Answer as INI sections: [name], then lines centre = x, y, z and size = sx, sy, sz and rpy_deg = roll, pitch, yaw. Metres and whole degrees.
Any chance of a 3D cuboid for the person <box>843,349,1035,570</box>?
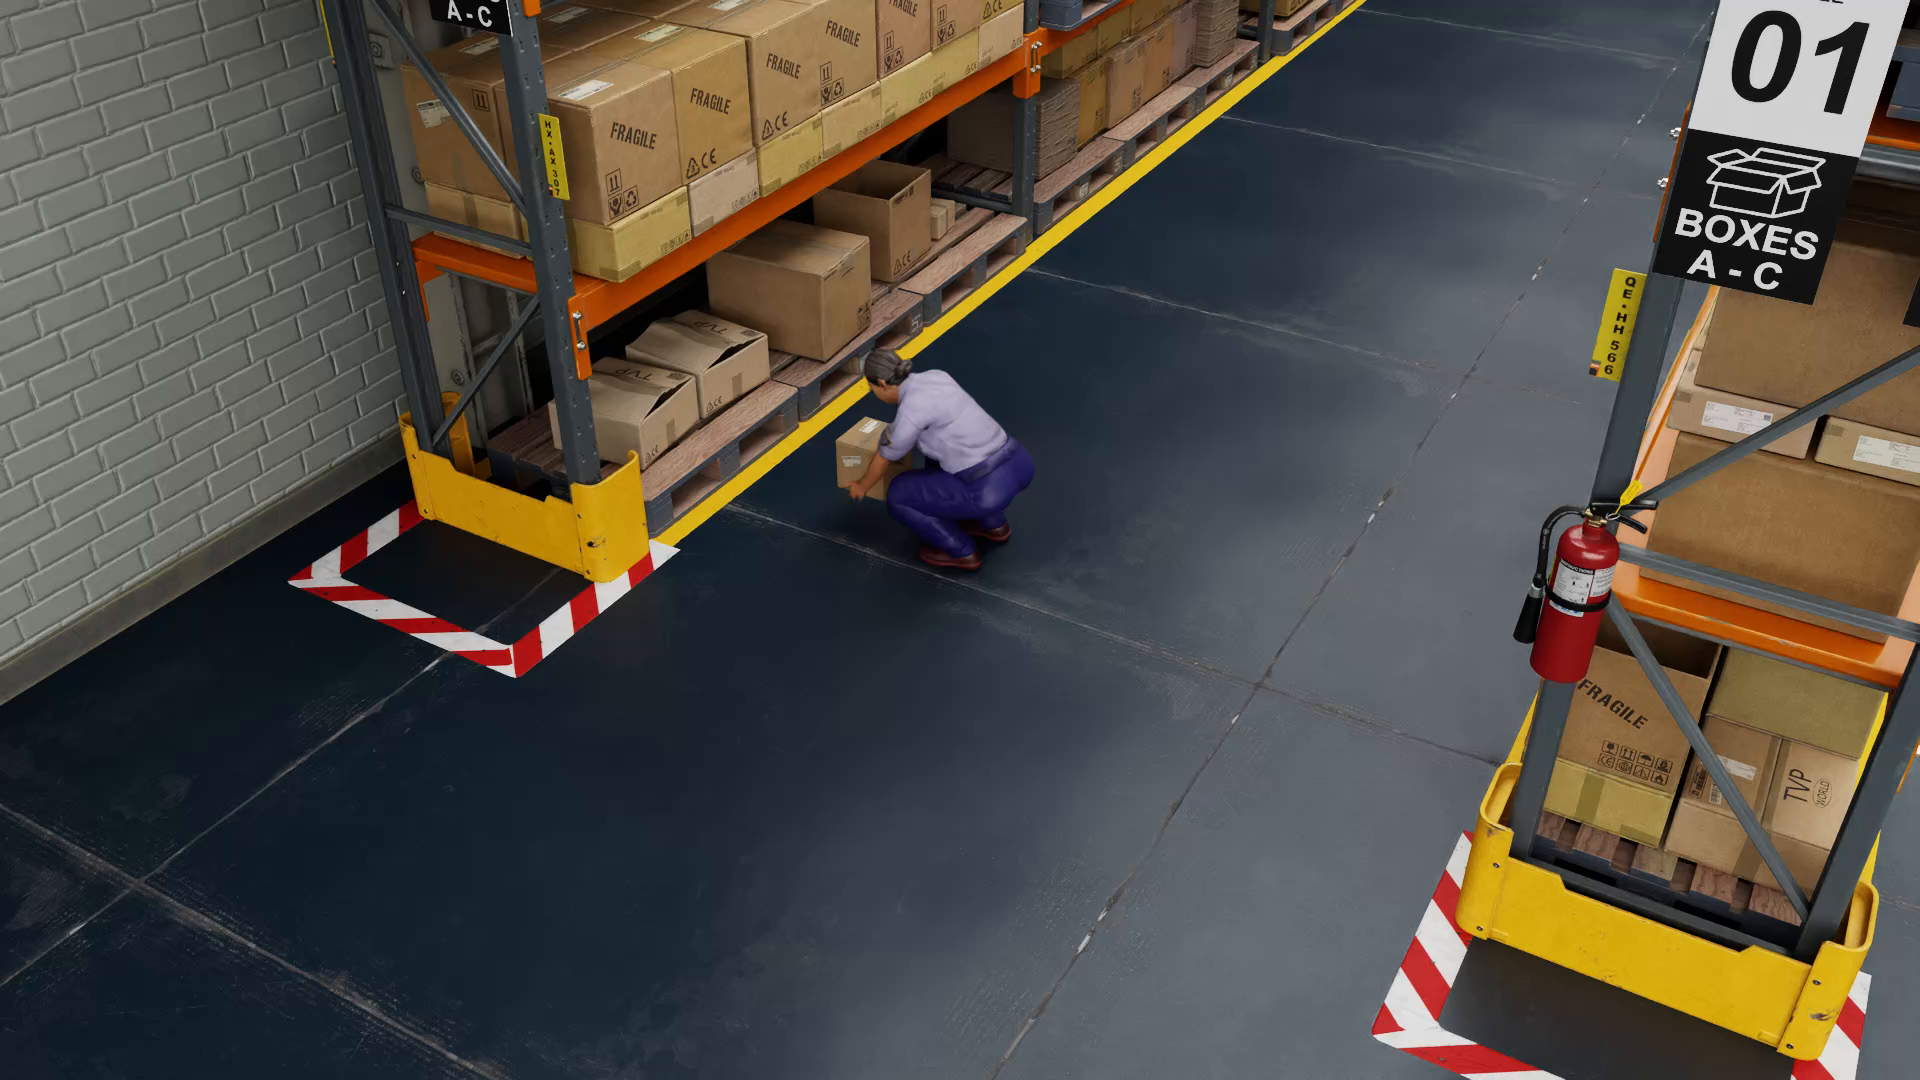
[person]
centre = -0.101, -0.387, 7.366
size = 0.845, 0.940, 0.516
rpy_deg = 17, 38, 23
